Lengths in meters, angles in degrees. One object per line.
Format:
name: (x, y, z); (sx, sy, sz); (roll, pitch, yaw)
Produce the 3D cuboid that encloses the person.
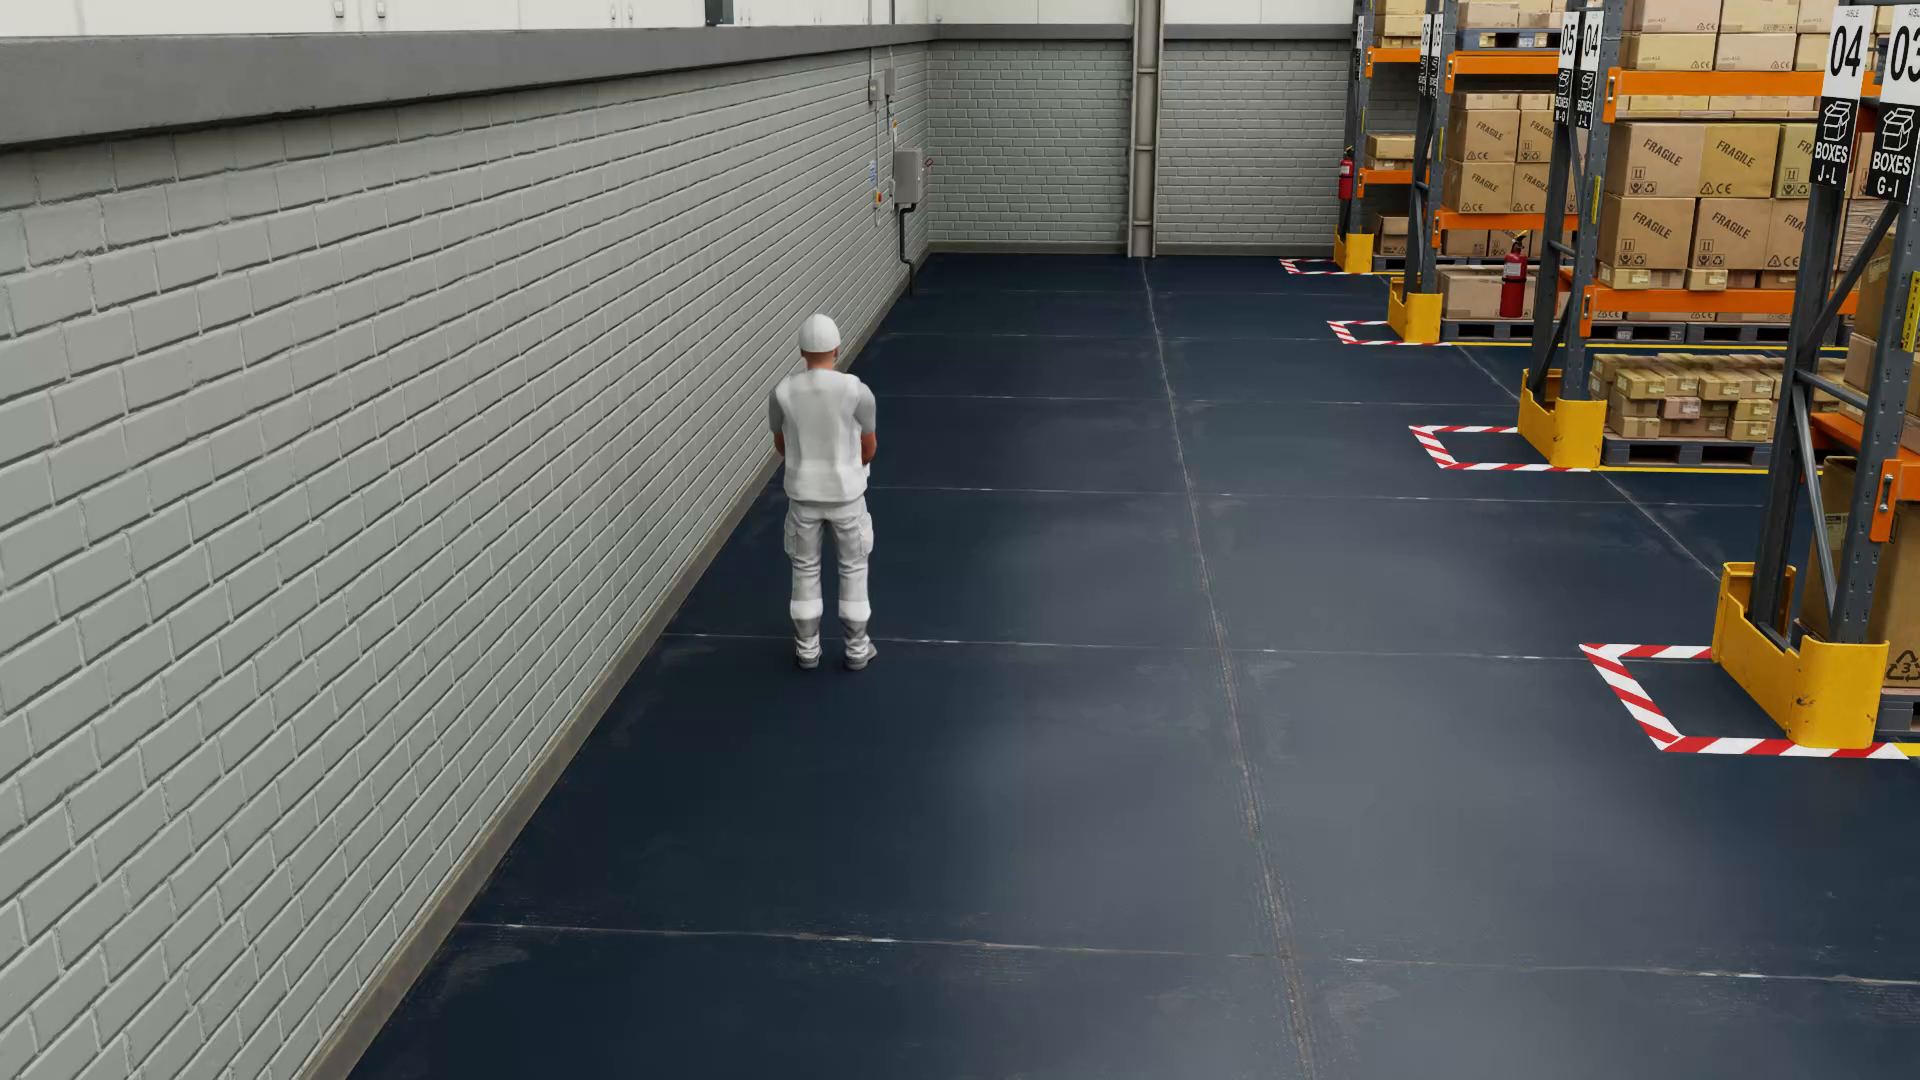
person: (-0.663, -0.251, 8.304); (0.524, 1.794, 0.529); (1, 17, 4)
